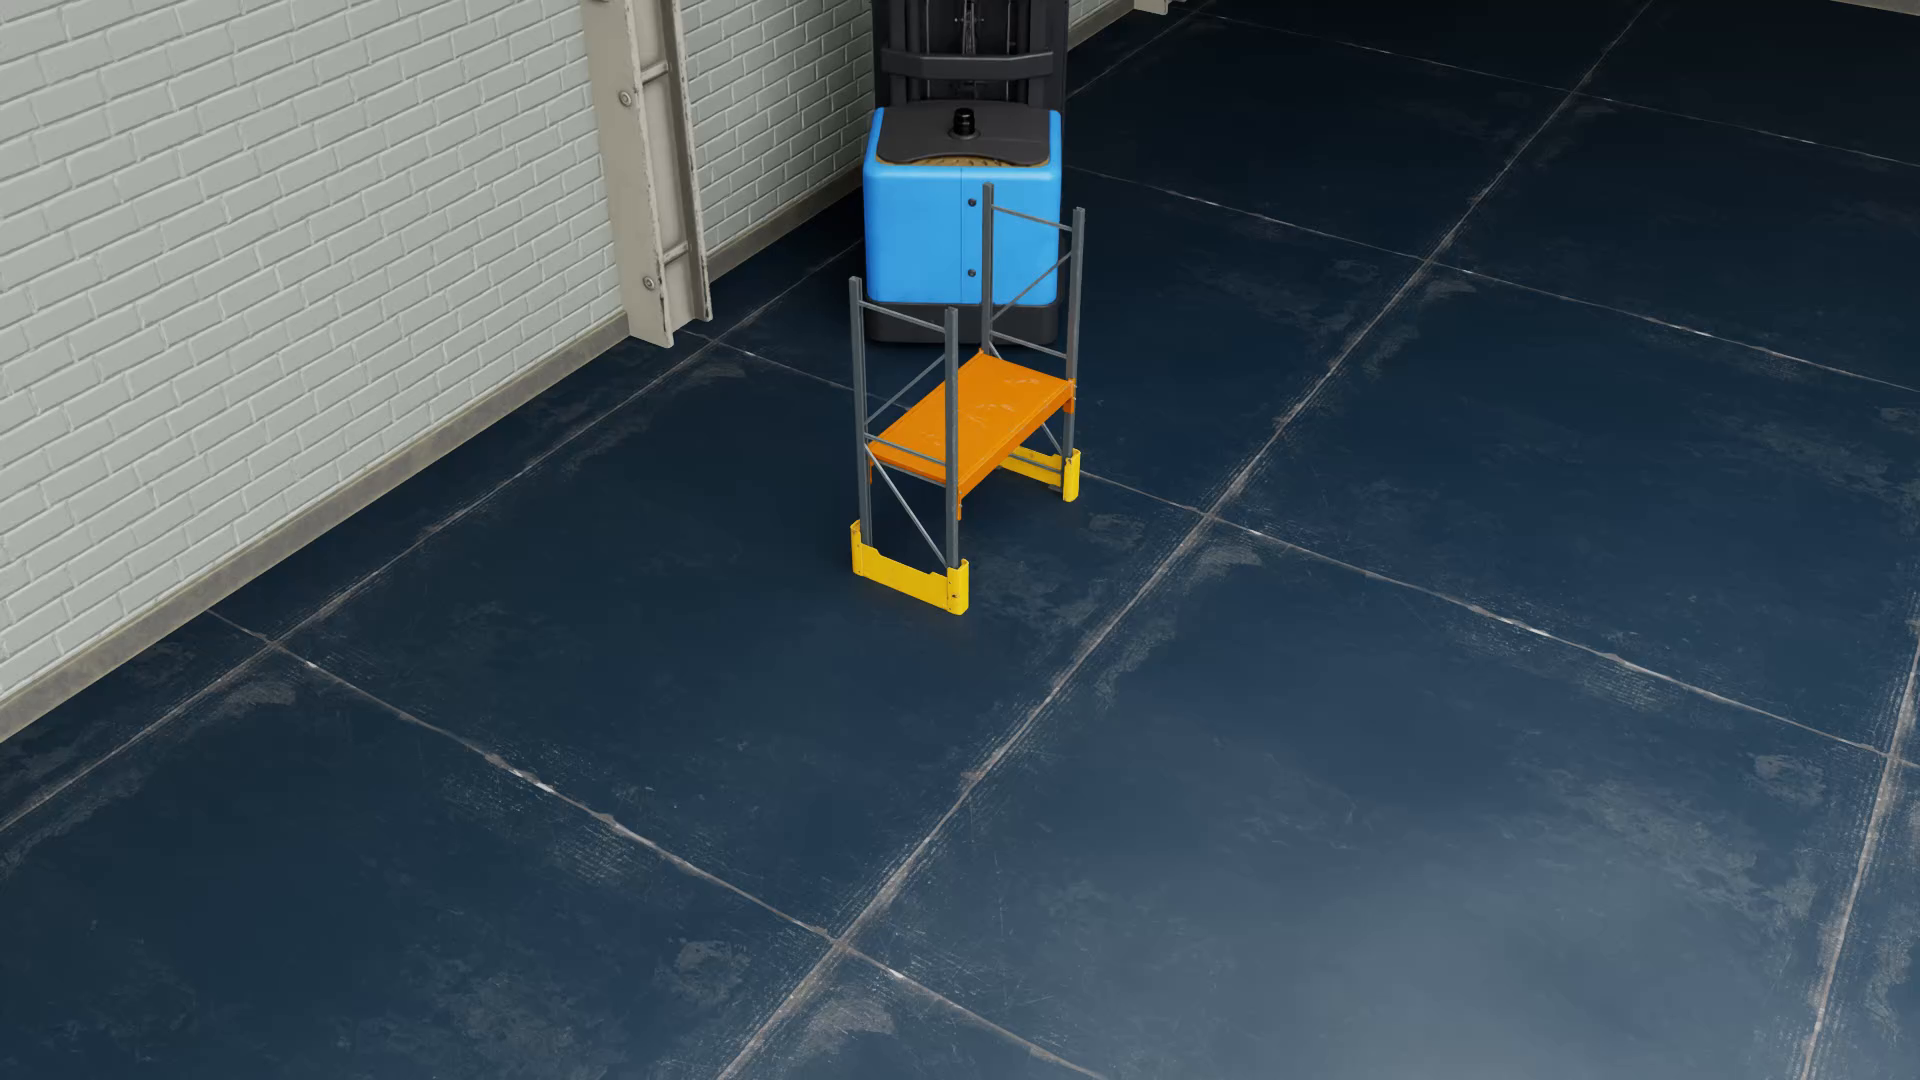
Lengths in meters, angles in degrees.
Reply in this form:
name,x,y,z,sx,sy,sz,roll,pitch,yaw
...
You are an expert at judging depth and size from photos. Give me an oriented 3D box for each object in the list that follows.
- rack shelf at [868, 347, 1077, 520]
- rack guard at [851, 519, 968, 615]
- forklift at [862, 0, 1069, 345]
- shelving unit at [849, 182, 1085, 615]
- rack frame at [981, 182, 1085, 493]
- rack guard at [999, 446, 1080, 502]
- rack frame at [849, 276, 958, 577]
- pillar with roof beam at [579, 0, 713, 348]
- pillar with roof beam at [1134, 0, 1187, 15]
name,x,y,z,sx,sy,sz,roll,pitch,yaw
rack shelf,0.046,-0.496,7.459,0.538,0.185,1.000,21,42,25
rack guard,-0.226,0.118,7.392,0.587,0.250,0.087,21,42,25
forklift,0.069,-3.092,9.360,1.130,2.935,3.031,1,38,2
shelving unit,0.041,-0.633,7.343,0.587,1.500,1.083,21,42,25
rack frame,0.318,-0.900,7.689,0.500,1.500,0.032,21,42,25
rack guard,0.308,-0.395,8.058,0.587,0.250,0.087,21,42,25
rack frame,-0.227,-0.376,7.009,0.500,1.500,0.032,21,42,25
pillar with roof beam,2.011,-3.357,4.735,9.100,9.000,0.400,21,42,25
pillar with roof beam,5.225,-6.450,8.747,9.100,9.000,0.400,21,42,25
